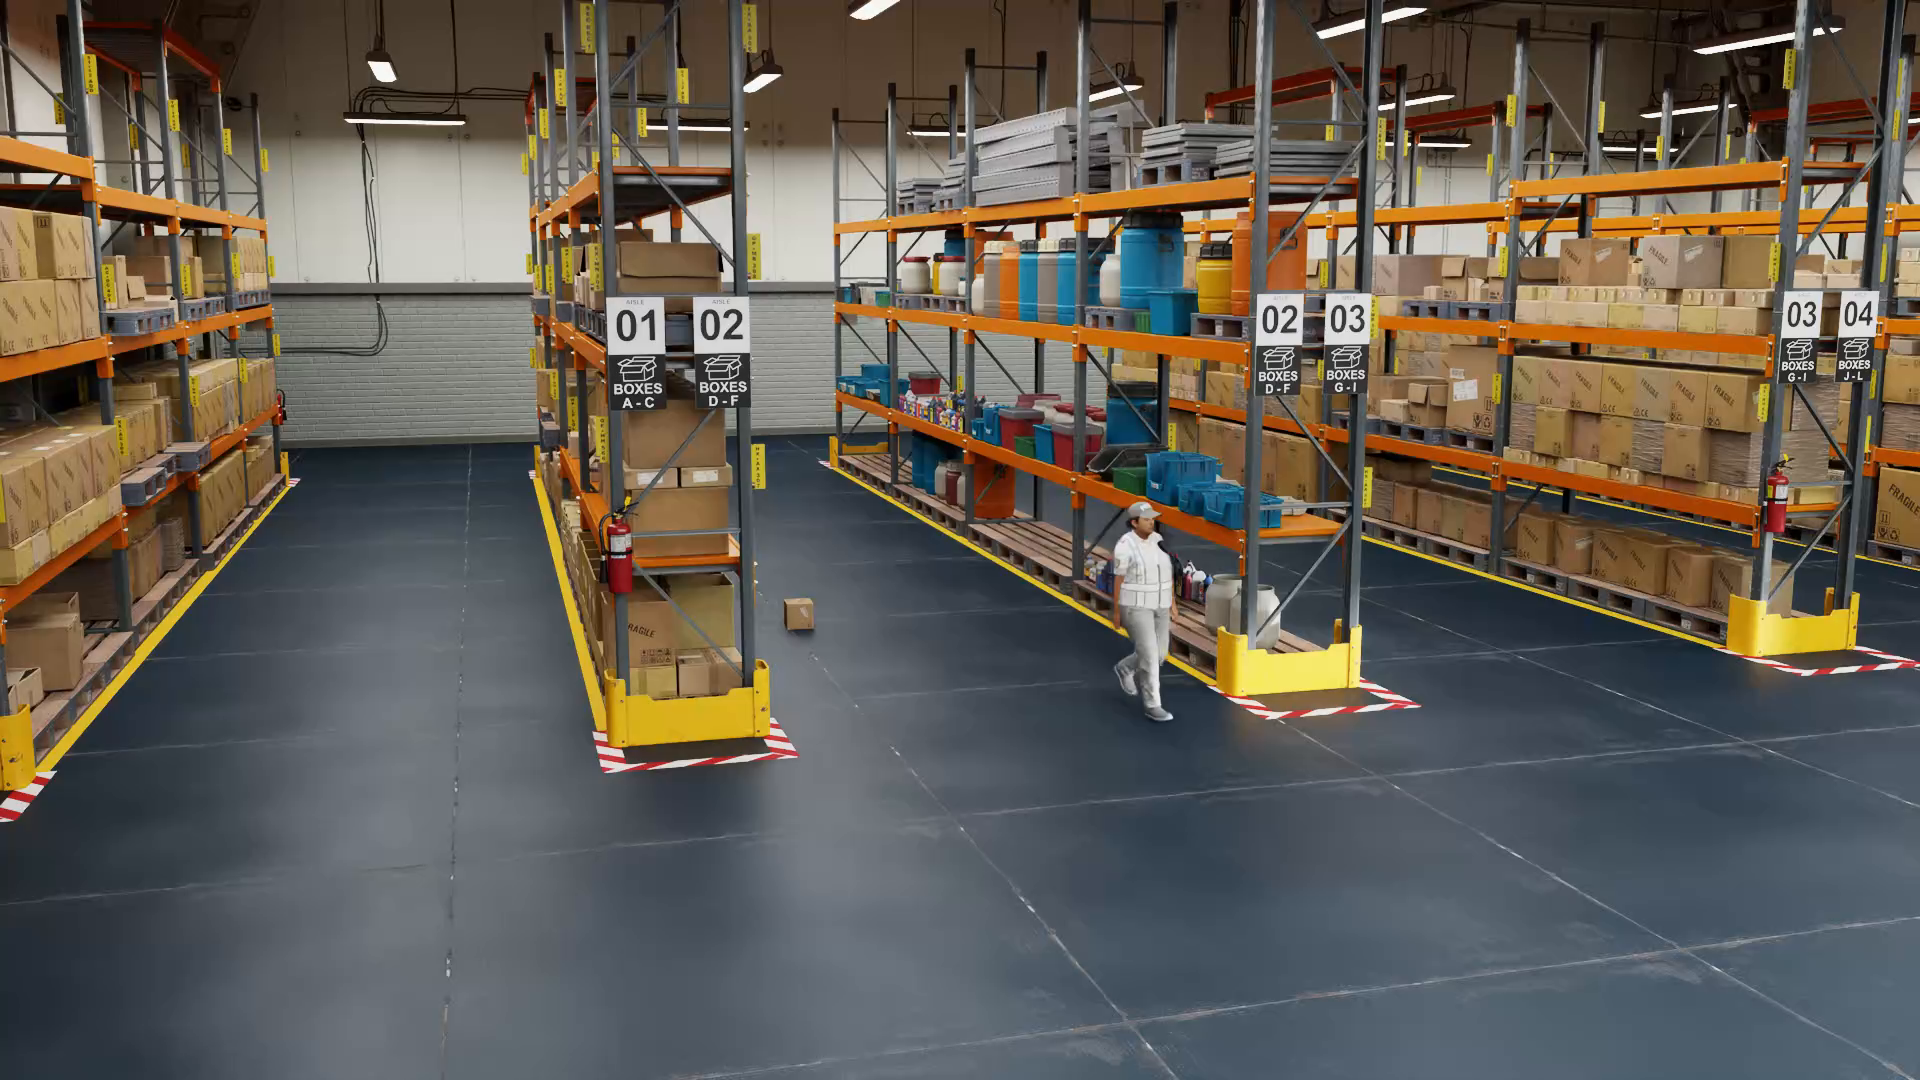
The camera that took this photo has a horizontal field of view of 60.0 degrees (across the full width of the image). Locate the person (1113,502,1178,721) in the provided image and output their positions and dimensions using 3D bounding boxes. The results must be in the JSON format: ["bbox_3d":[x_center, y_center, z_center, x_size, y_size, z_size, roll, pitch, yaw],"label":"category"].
[{"bbox_3d":[1.409,0.507,12.755,0.490,1.626,0.869,-6,11,-34],"label":"person"}]
